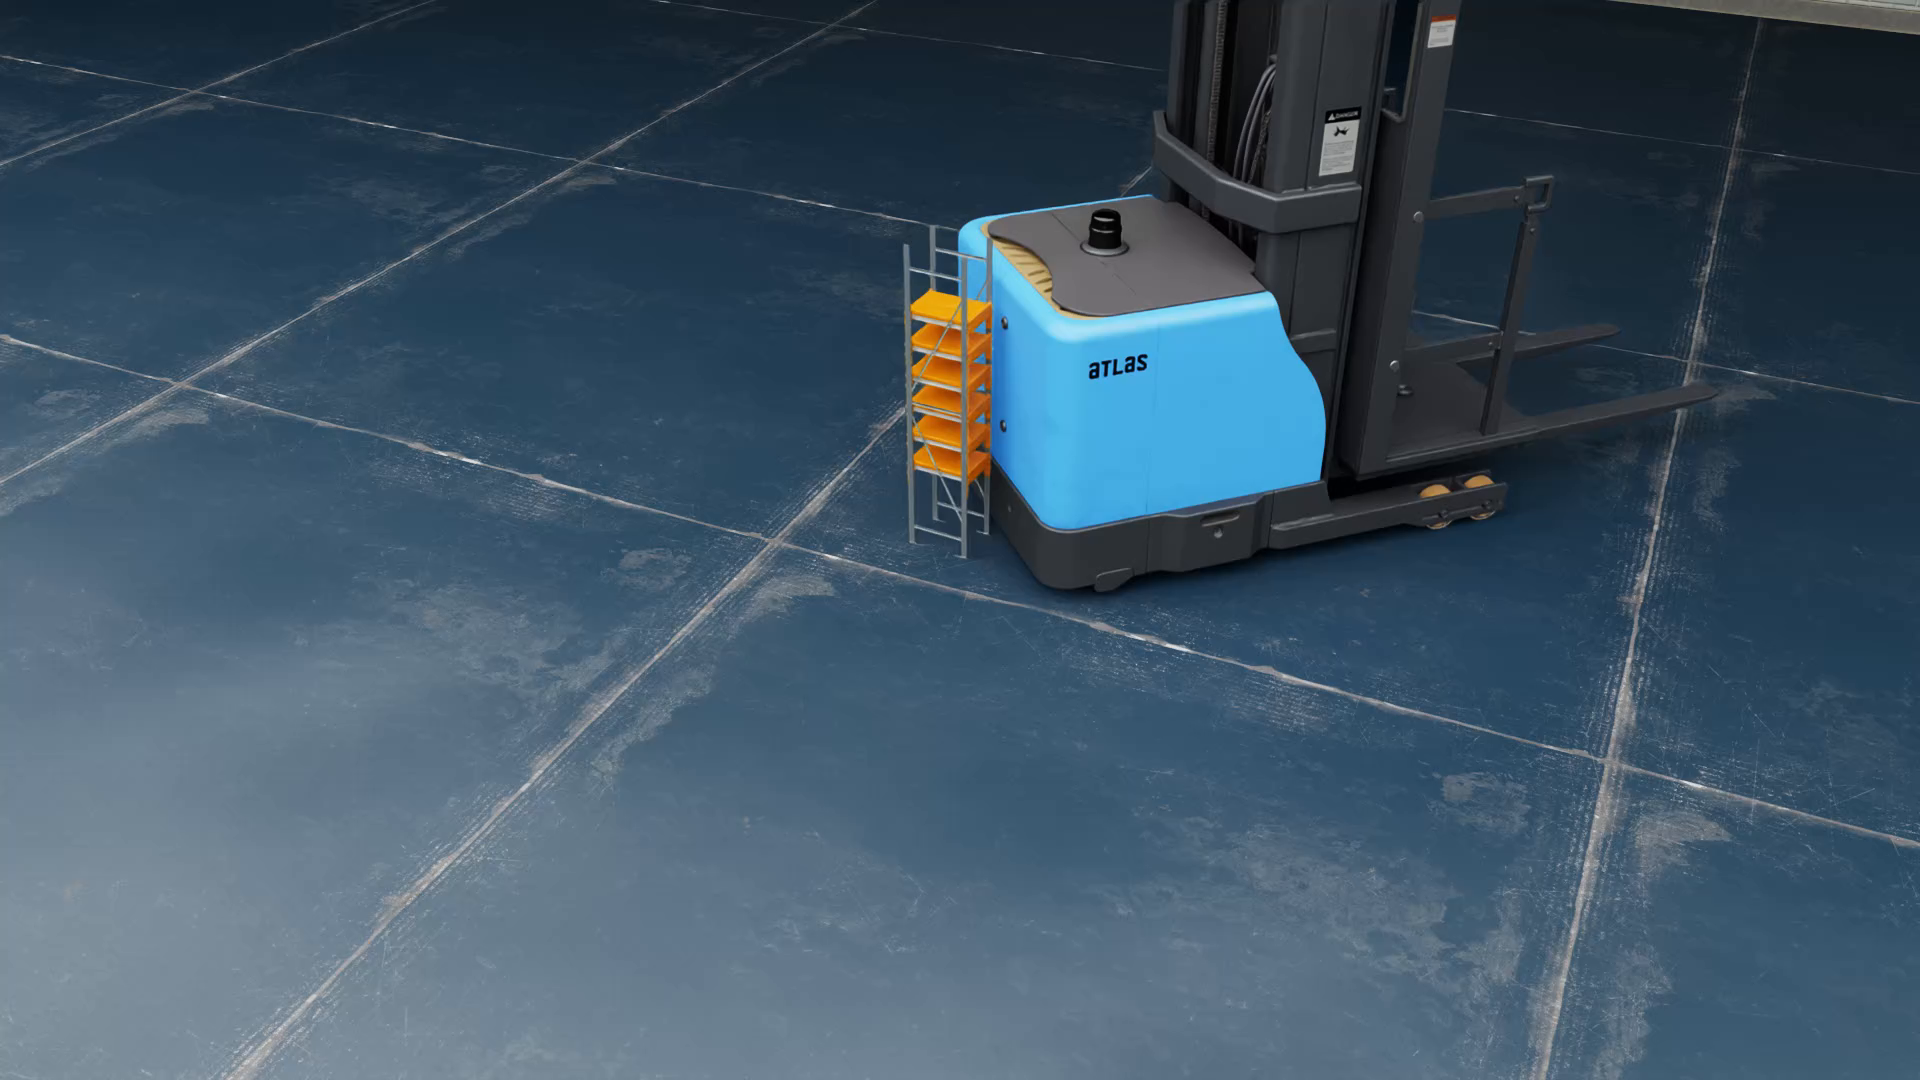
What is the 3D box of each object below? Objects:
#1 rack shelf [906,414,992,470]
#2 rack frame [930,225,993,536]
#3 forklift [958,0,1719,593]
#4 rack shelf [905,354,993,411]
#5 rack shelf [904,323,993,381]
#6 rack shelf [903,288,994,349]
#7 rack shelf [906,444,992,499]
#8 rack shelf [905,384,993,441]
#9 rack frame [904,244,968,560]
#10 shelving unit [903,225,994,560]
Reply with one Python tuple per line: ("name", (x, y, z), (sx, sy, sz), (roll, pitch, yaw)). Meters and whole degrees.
("rack shelf", (-0.039, -0.366, 6.014), (0.258, 0.103, 0.180), (16, 37, 23))
("rack frame", (0.003, -0.548, 5.991), (0.240, 1.200, 0.006), (16, 37, 23))
("forklift", (1.552, -1.528, 5.907), (3.031, 2.935, 1.130), (-11, 35, -17))
("rack shelf", (-0.039, -0.567, 5.882), (0.258, 0.103, 0.180), (16, 37, 23))
("rack shelf", (-0.039, -0.667, 5.816), (0.258, 0.103, 0.180), (16, 37, 23))
("rack shelf", (-0.039, -0.767, 5.750), (0.258, 0.103, 0.180), (16, 37, 23))
("rack shelf", (-0.039, -0.265, 6.079), (0.258, 0.103, 0.180), (16, 37, 23))
("rack shelf", (-0.039, -0.466, 5.948), (0.258, 0.103, 0.180), (16, 37, 23))
("rack frame", (-0.082, -0.459, 5.856), (0.240, 1.200, 0.006), (16, 37, 23))
("shelving unit", (-0.039, -0.503, 5.923), (0.258, 1.200, 0.189), (16, 37, 23))
